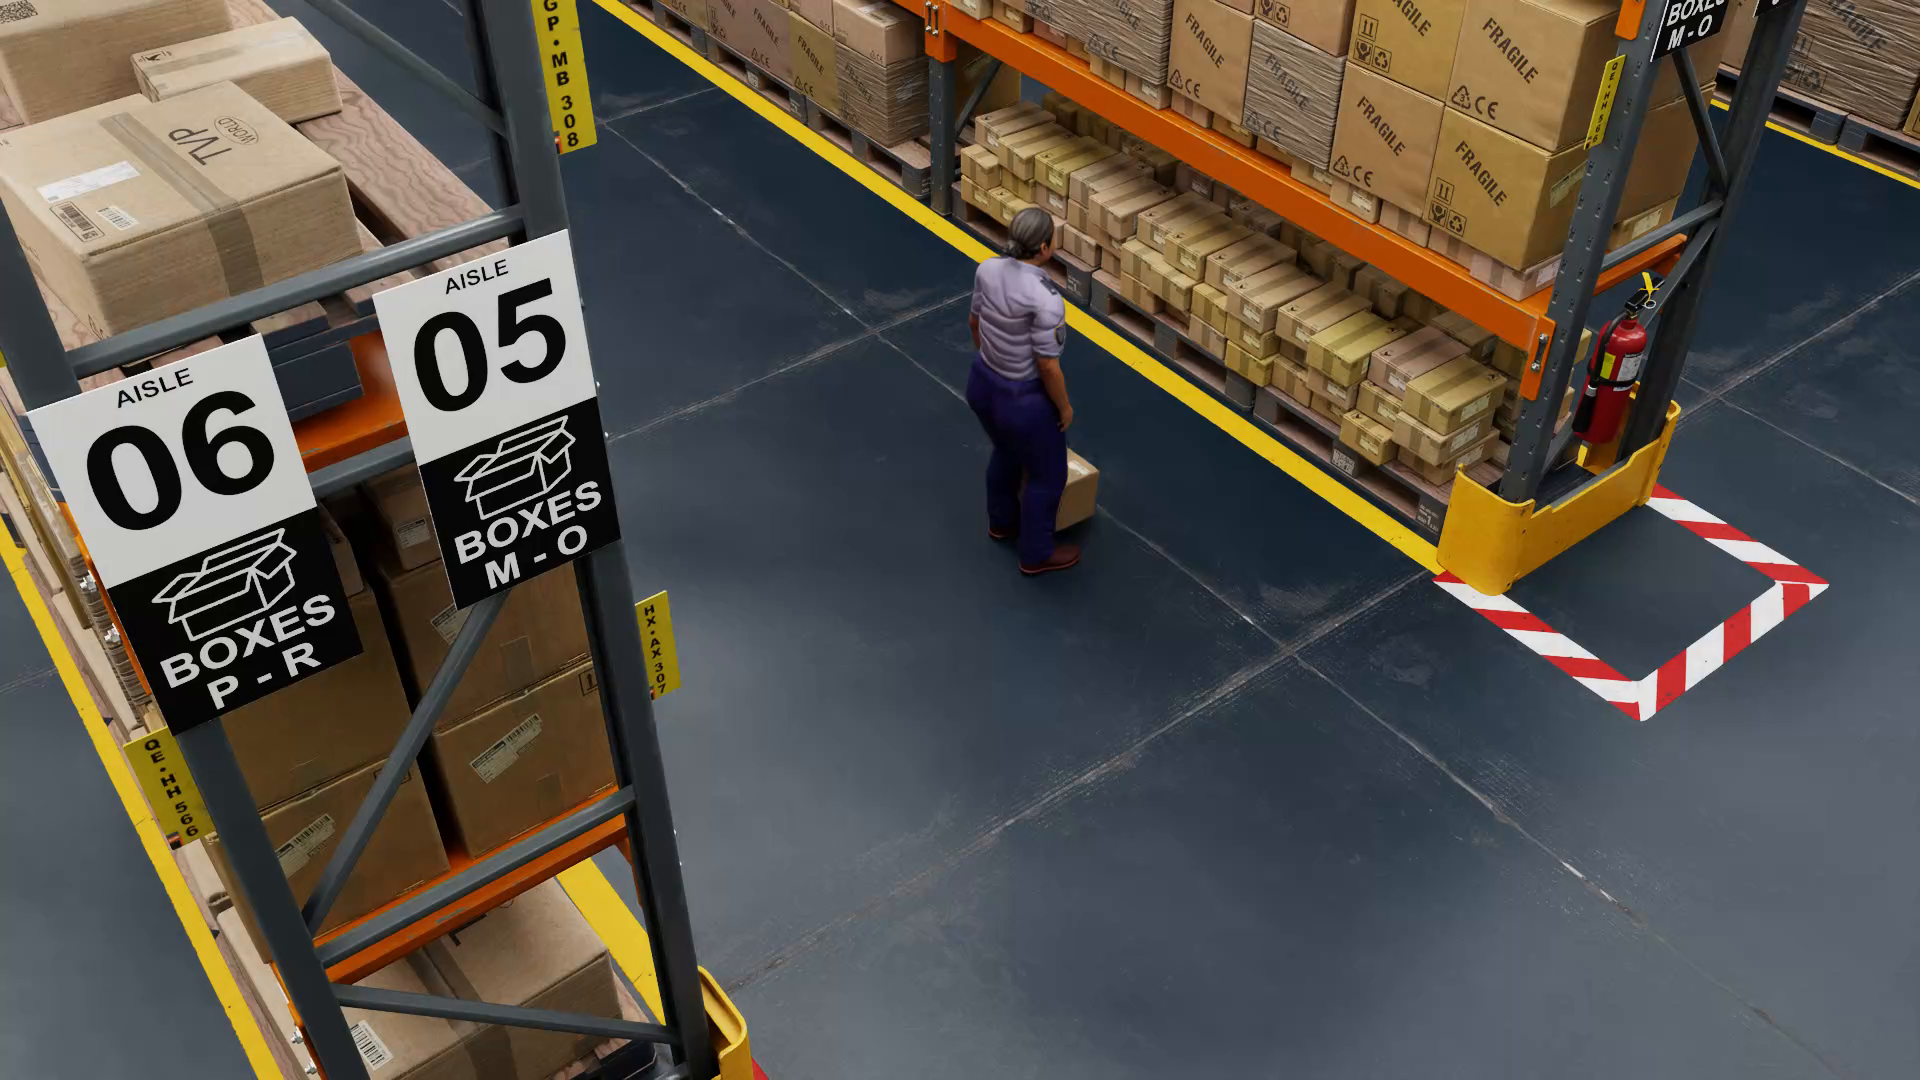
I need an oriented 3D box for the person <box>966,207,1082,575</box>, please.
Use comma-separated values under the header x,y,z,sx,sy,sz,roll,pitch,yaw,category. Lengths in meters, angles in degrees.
x,y,z,sx,sy,sz,roll,pitch,yaw,category
0.273,-0.615,6.881,0.422,1.653,0.535,-28,48,-29,person
